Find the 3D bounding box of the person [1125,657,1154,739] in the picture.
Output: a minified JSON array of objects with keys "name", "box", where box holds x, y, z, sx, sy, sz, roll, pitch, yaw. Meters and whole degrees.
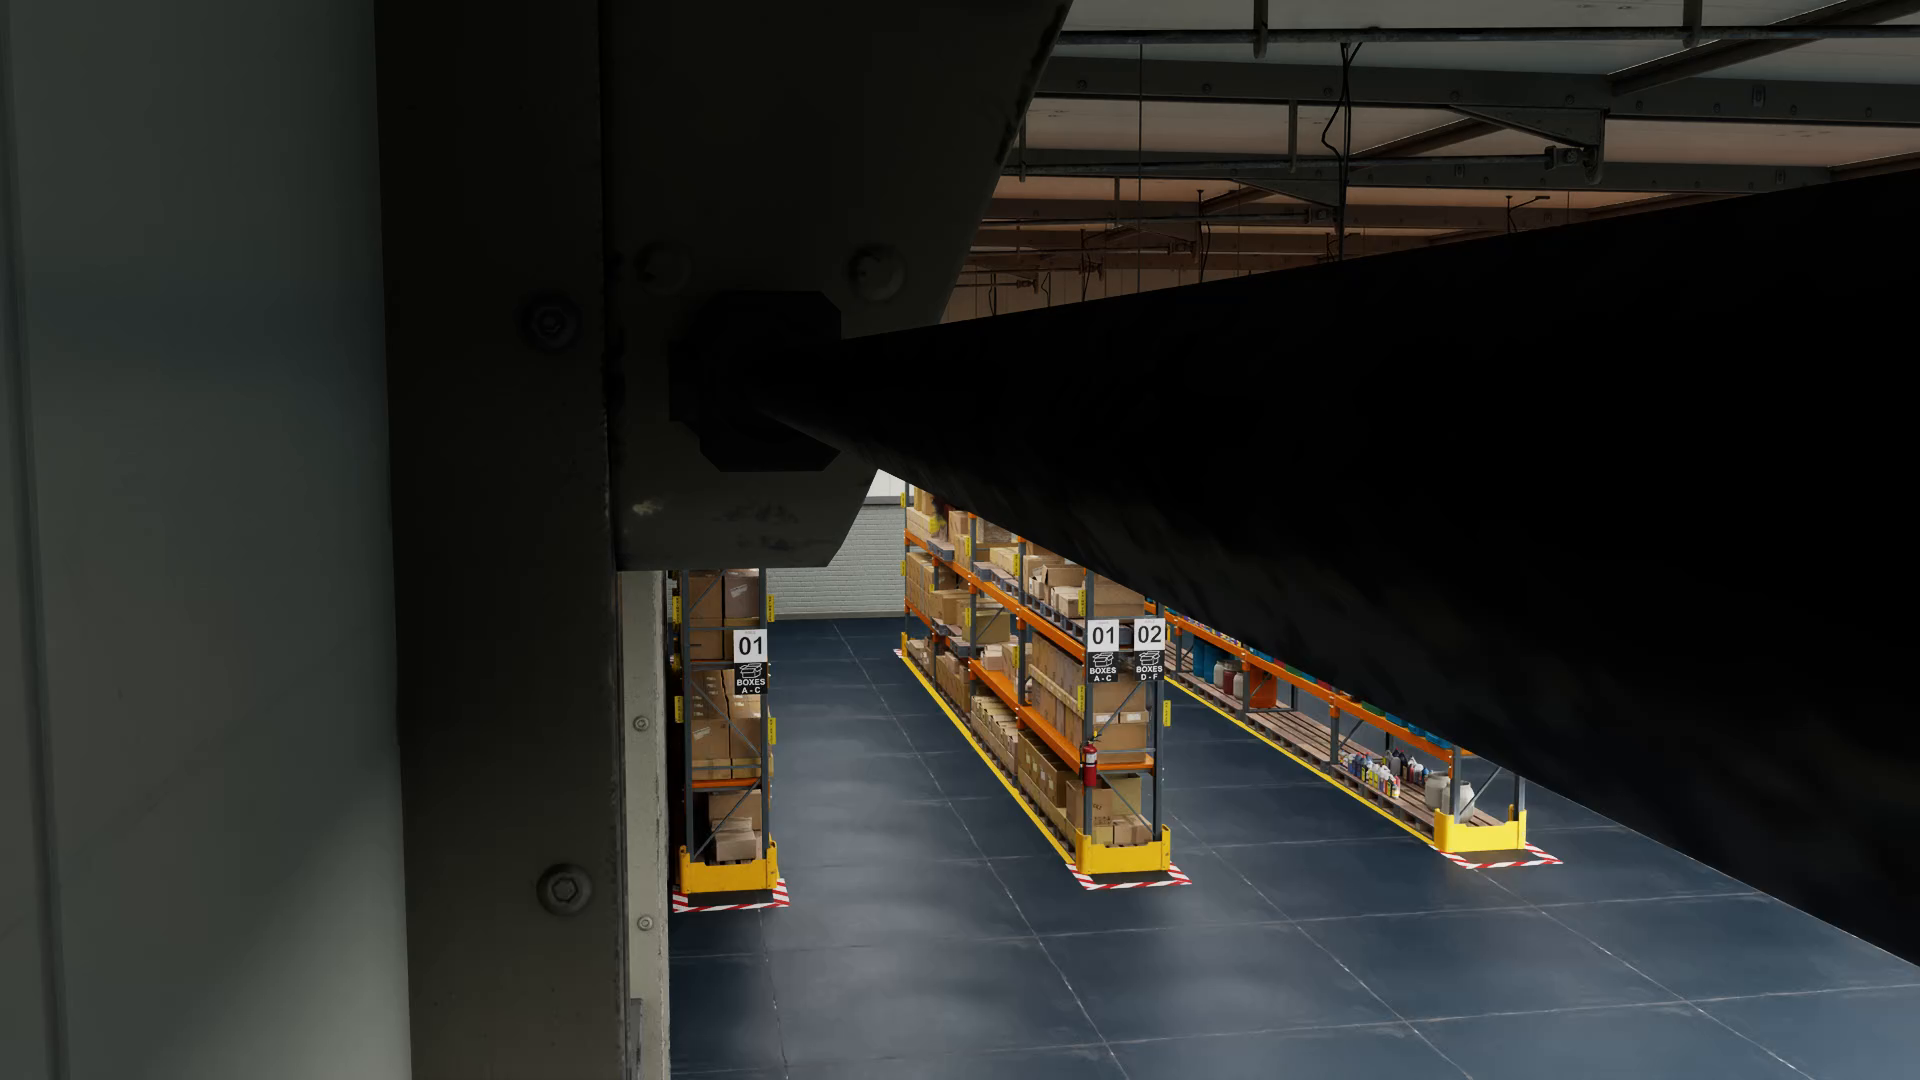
[{"name":"person","box":[3.075,2.518,28.639,0.678,1.764,0.843,-3,6,-23]}]
